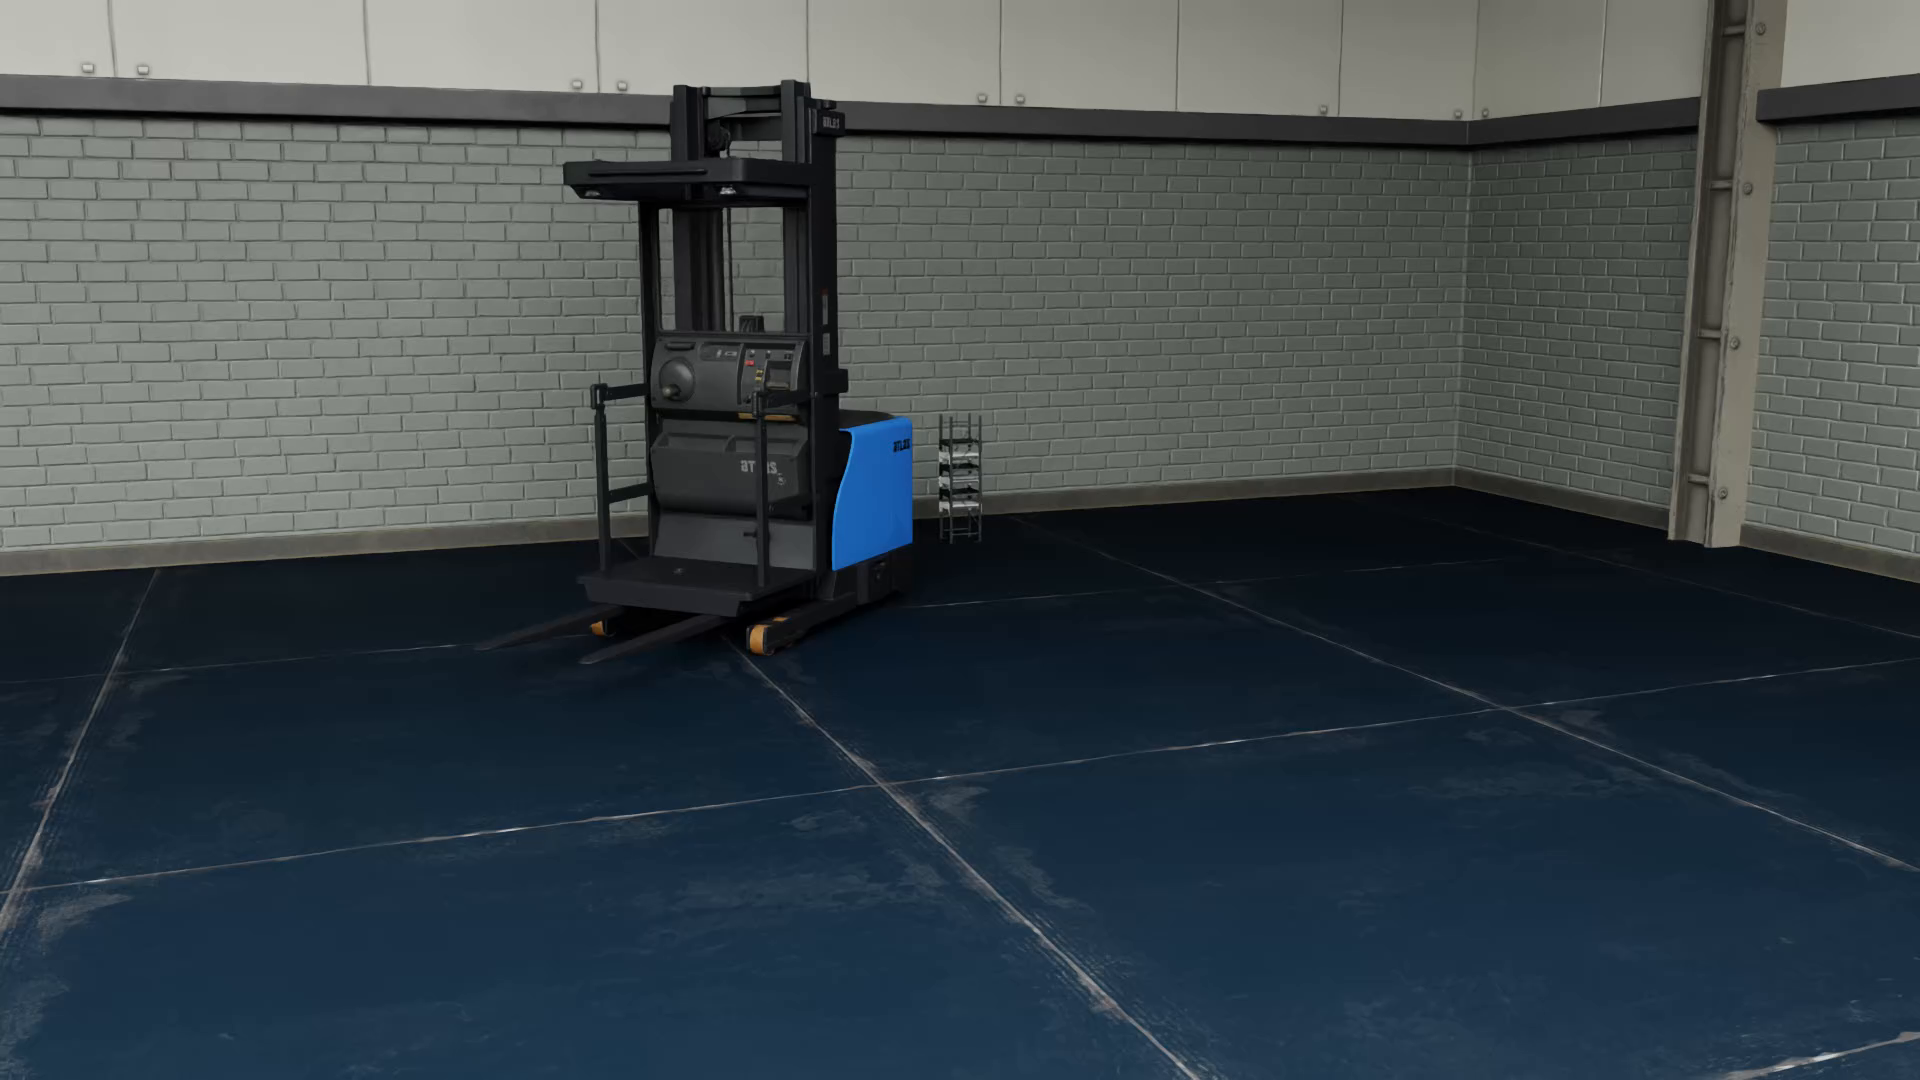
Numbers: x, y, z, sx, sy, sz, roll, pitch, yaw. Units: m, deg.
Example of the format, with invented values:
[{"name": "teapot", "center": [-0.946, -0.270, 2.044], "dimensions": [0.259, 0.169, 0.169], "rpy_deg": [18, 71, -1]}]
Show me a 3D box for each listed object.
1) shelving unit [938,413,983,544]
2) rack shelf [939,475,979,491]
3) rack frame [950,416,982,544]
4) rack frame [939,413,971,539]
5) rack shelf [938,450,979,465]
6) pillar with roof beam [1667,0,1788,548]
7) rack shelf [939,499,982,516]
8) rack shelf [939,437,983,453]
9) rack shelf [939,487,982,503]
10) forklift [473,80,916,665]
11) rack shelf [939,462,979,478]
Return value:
[{"name": "shelving unit", "center": [0.003, -0.442, 11.834], "dimensions": [0.258, 0.900, 0.210], "rpy_deg": [-4, 11, -21]}, {"name": "rack shelf", "center": [0.003, -0.409, 11.840], "dimensions": [0.258, 0.077, 0.200], "rpy_deg": [-4, 11, -21]}, {"name": "rack frame", "center": [0.040, -0.425, 11.741], "dimensions": [0.240, 0.900, 0.006], "rpy_deg": [-4, 11, -21]}, {"name": "rack frame", "center": [-0.034, -0.458, 11.927], "dimensions": [0.240, 0.900, 0.006], "rpy_deg": [-4, 11, -21]}, {"name": "rack shelf", "center": [0.003, -0.586, 11.808], "dimensions": [0.258, 0.077, 0.200], "rpy_deg": [-4, 11, -21]}, {"name": "pillar with roof beam", "center": [1.287, -4.142, 9.512], "dimensions": [9.100, 9.000, 0.400], "rpy_deg": [-4, 11, -21]}, {"name": "rack shelf", "center": [0.003, -0.232, 11.871], "dimensions": [0.258, 0.077, 0.200], "rpy_deg": [-4, 11, -21]}, {"name": "rack shelf", "center": [0.003, -0.675, 11.792], "dimensions": [0.258, 0.077, 0.200], "rpy_deg": [-4, 11, -21]}, {"name": "rack shelf", "center": [0.003, -0.320, 11.855], "dimensions": [0.258, 0.077, 0.200], "rpy_deg": [-4, 11, -21]}, {"name": "forklift", "center": [-1.346, -0.931, 8.785], "dimensions": [1.130, 2.935, 3.031], "rpy_deg": [5, 11, 24]}, {"name": "rack shelf", "center": [0.003, -0.498, 11.824], "dimensions": [0.258, 0.077, 0.200], "rpy_deg": [-4, 11, -21]}]
